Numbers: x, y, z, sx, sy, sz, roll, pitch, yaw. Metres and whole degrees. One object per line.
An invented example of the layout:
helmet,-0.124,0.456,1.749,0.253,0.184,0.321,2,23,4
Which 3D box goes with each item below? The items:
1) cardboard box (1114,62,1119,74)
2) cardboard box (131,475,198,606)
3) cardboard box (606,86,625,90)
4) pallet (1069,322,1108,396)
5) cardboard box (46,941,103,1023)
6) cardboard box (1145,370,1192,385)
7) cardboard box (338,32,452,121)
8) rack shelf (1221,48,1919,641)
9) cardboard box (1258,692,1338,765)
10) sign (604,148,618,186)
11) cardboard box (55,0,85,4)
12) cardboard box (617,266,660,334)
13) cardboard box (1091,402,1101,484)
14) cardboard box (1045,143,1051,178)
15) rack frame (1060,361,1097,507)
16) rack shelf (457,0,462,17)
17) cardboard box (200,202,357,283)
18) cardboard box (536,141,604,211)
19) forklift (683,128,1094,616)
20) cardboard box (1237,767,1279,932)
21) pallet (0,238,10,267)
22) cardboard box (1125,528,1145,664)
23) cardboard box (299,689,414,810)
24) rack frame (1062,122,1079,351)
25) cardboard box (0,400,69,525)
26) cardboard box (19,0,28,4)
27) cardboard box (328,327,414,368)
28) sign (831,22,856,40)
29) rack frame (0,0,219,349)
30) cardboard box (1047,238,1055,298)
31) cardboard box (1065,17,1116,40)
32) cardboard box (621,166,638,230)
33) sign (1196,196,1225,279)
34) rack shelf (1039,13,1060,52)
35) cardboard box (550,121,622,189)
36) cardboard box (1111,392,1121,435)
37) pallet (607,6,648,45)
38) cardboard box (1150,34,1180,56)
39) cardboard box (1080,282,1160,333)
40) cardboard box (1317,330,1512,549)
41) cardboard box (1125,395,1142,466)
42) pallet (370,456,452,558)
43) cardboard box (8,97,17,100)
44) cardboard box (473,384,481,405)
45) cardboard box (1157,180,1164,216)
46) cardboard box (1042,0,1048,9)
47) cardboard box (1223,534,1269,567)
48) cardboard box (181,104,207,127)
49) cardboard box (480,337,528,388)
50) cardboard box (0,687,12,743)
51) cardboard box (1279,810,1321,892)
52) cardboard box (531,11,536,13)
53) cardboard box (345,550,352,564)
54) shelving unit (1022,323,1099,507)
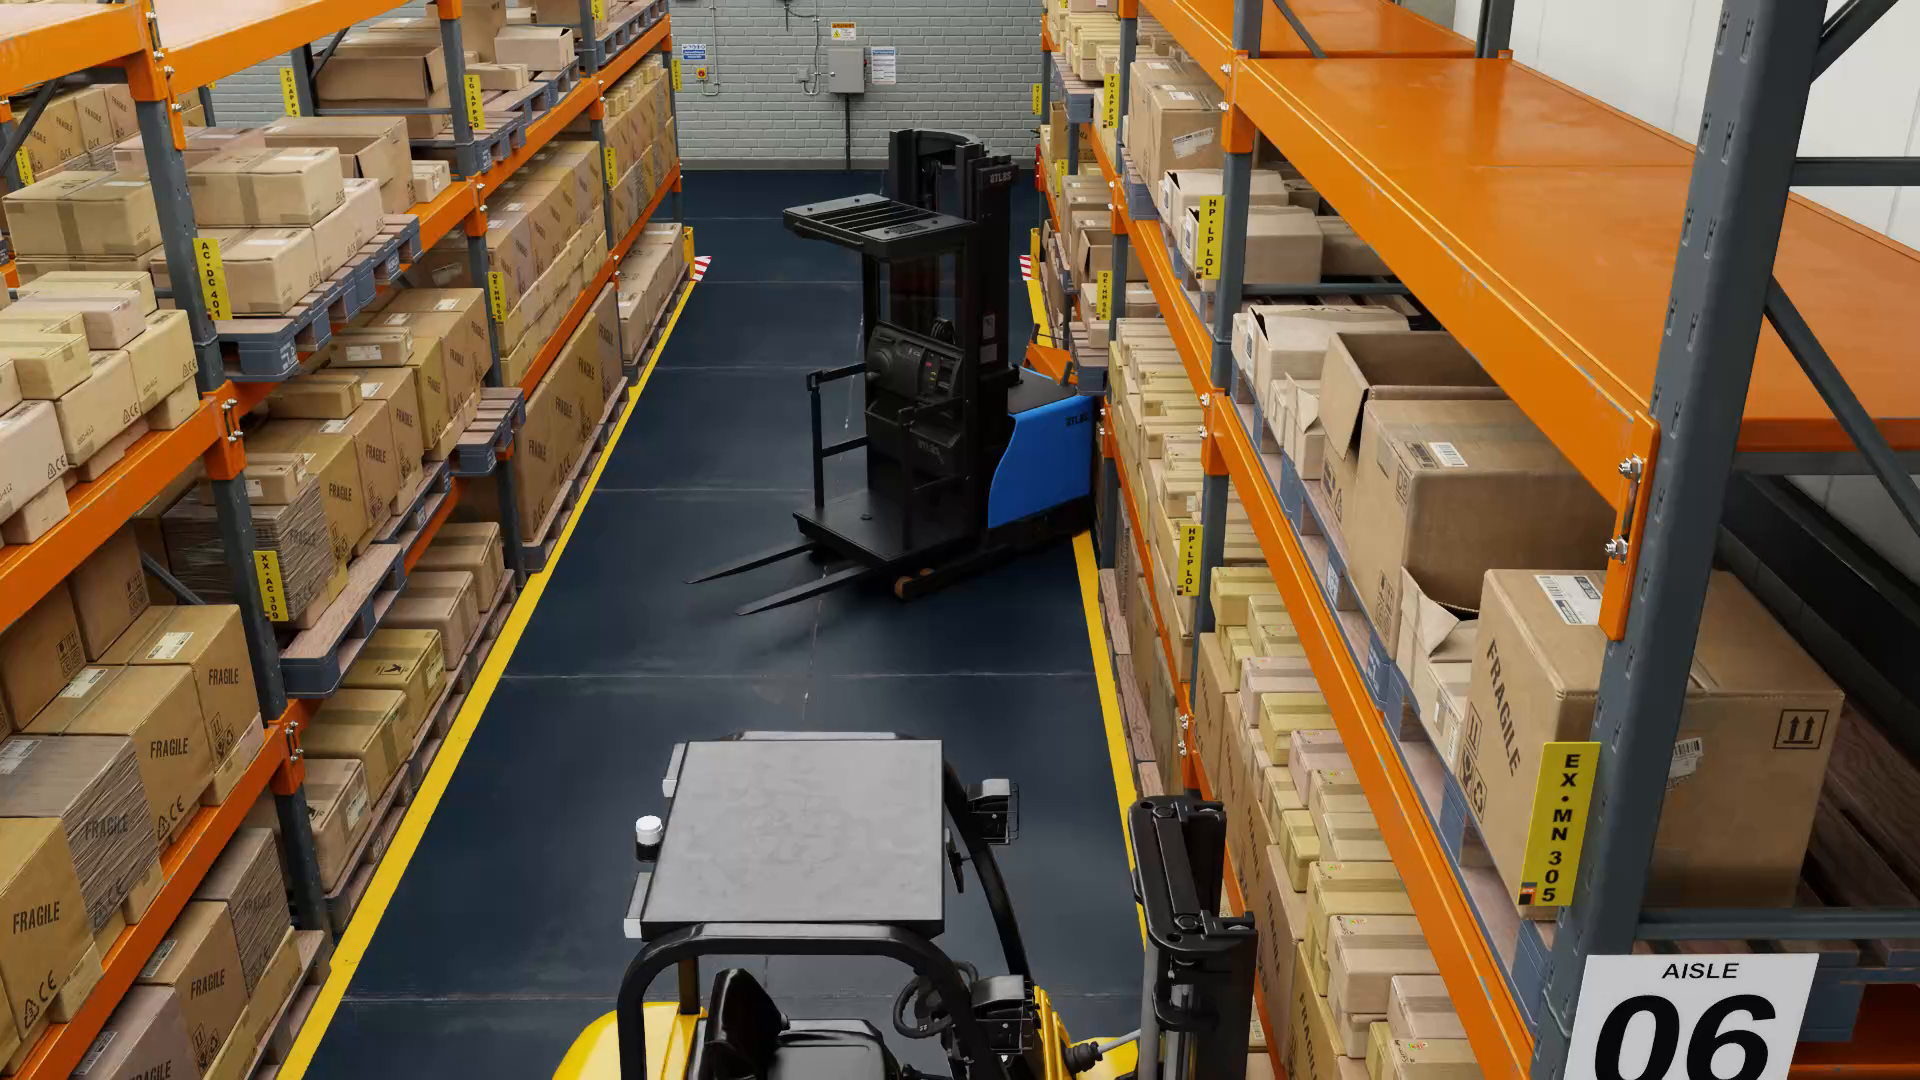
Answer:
cardboard box,1.218,-3.051,10.936,0.380,0.149,0.250,-1,24,-2
cardboard box,-3.686,0.034,7.427,0.500,0.500,0.500,-1,24,-2
cardboard box,-3.346,-4.155,15.559,0.380,0.149,0.250,0,24,-1
pallet,1.391,-1.268,11.530,1.213,0.211,1.003,0,24,-1
cardboard box,-3.117,1.471,5.546,0.380,0.149,0.250,0,24,0
cardboard box,1.258,-0.858,9.483,0.380,0.149,0.250,0,24,0
cardboard box,-3.696,-3.064,10.996,0.700,0.500,0.500,-1,24,-3
rack shelf,1.534,-0.828,4.402,1.077,0.370,4.000,0,24,-1
cardboard box,1.254,0.653,5.779,0.380,0.149,0.250,-1,24,-1
sign,-2.996,-3.199,14.258,0.100,0.325,0.005,0,24,-1
cardboard box,-8.245,-4.775,14.987,0.500,0.250,0.500,0,24,0
cardboard box,-3.448,-2.353,16.296,0.875,0.438,0.875,-1,24,-2
cardboard box,1.246,-0.724,12.618,0.500,0.500,0.500,1,24,2
cardboard box,1.131,-3.836,16.795,0.500,0.250,0.500,-1,24,-2
rack frame,0.861,-0.723,12.116,0.500,1.125,0.032,10,20,-15
rack shelf,-3.517,-4.100,11.638,1.077,0.370,4.000,0,24,-1
cardboard box,-3.063,-1.346,7.501,0.500,0.250,0.500,-1,24,-1
cardboard box,-3.283,-3.019,13.834,0.500,0.500,0.500,1,24,1
forklift,-0.473,-1.167,11.157,3.031,2.935,1.130,-20,31,-37
cardboard box,1.285,1.133,5.866,0.500,0.500,0.500,0,24,-1
pallet,-8.624,-2.234,13.666,1.003,0.211,1.213,0,24,-1
cardboard box,1.477,0.340,10.113,0.875,0.625,0.625,1,24,1
cardboard box,-3.471,1.089,8.765,0.950,0.372,0.625,1,24,3
rack frame,1.425,-2.725,14.518,1.000,3.000,0.127,0,24,-1
cardboard box,-3.180,-0.239,5.204,0.500,0.250,0.500,-1,24,-1
cardboard box,-8.277,-4.681,14.296,0.380,0.149,0.250,-1,24,-1
cardboard box,-3.195,-1.048,9.031,0.380,0.149,0.250,-1,24,-3
sign,-1.622,-7.083,23.153,0.339,0.242,0.001,0,24,-1
rack frame,-3.451,-2.138,5.941,1.000,3.000,0.127,0,24,-1
cardboard box,1.264,-2.821,17.254,0.700,0.500,0.500,1,24,2
cardboard box,1.024,-4.010,13.033,0.380,0.149,0.250,-1,24,-2
cardboard box,-3.283,-3.149,15.334,0.500,0.500,0.500,0,24,0
sign,0.970,-1.168,6.426,0.100,0.325,0.005,0,24,-1
rack shelf,1.403,-4.588,15.871,1.077,0.370,4.000,0,24,-1
cardboard box,-3.301,-3.400,14.675,0.500,0.500,0.500,0,24,0
cardboard box,1.229,-0.824,10.498,0.500,0.250,0.500,0,24,0
pallet,-3.547,-4.866,15.720,1.003,0.211,1.213,0,24,-1
cardboard box,1.588,-3.592,12.107,0.380,0.149,0.250,0,24,1
cardboard box,1.133,-1.633,11.776,0.500,0.250,0.500,-1,24,-3
cardboard box,1.428,-0.276,4.707,0.797,0.503,0.637,1,24,1
cardboard box,1.221,-0.630,9.462,0.500,0.250,0.500,-1,24,-2
pallet,-3.432,-0.150,9.058,1.003,0.211,1.213,0,24,-1
cardboard box,-8.774,-3.679,14.933,0.500,0.500,0.500,-1,24,-2
cardboard box,-3.181,-0.886,10.247,0.380,0.149,0.250,0,24,0
cardboard box,1.188,-1.687,8.258,0.380,0.149,0.250,-1,24,-1
cardboard box,1.113,-5.623,17.107,0.500,0.250,0.500,-1,24,-1
cardboard box,1.286,0.091,7.384,0.380,0.149,0.250,1,24,1
cardboard box,-8.268,-4.283,17.480,0.500,0.500,0.500,0,24,1
cardboard box,-3.249,-1.187,11.300,0.500,0.250,0.500,-1,24,-1
cardboard box,-3.701,0.559,5.562,0.700,0.500,0.500,-1,24,-2
cardboard box,1.250,1.000,5.373,0.380,0.149,0.250,-1,24,-2
cardboard box,-3.868,-4.561,14.612,0.380,0.149,0.250,0,24,1
cardboard box,-3.215,0.070,8.134,0.380,0.149,0.250,1,24,3
shelving unit,0.767,-0.918,12.576,0.538,1.125,1.048,10,20,-15
